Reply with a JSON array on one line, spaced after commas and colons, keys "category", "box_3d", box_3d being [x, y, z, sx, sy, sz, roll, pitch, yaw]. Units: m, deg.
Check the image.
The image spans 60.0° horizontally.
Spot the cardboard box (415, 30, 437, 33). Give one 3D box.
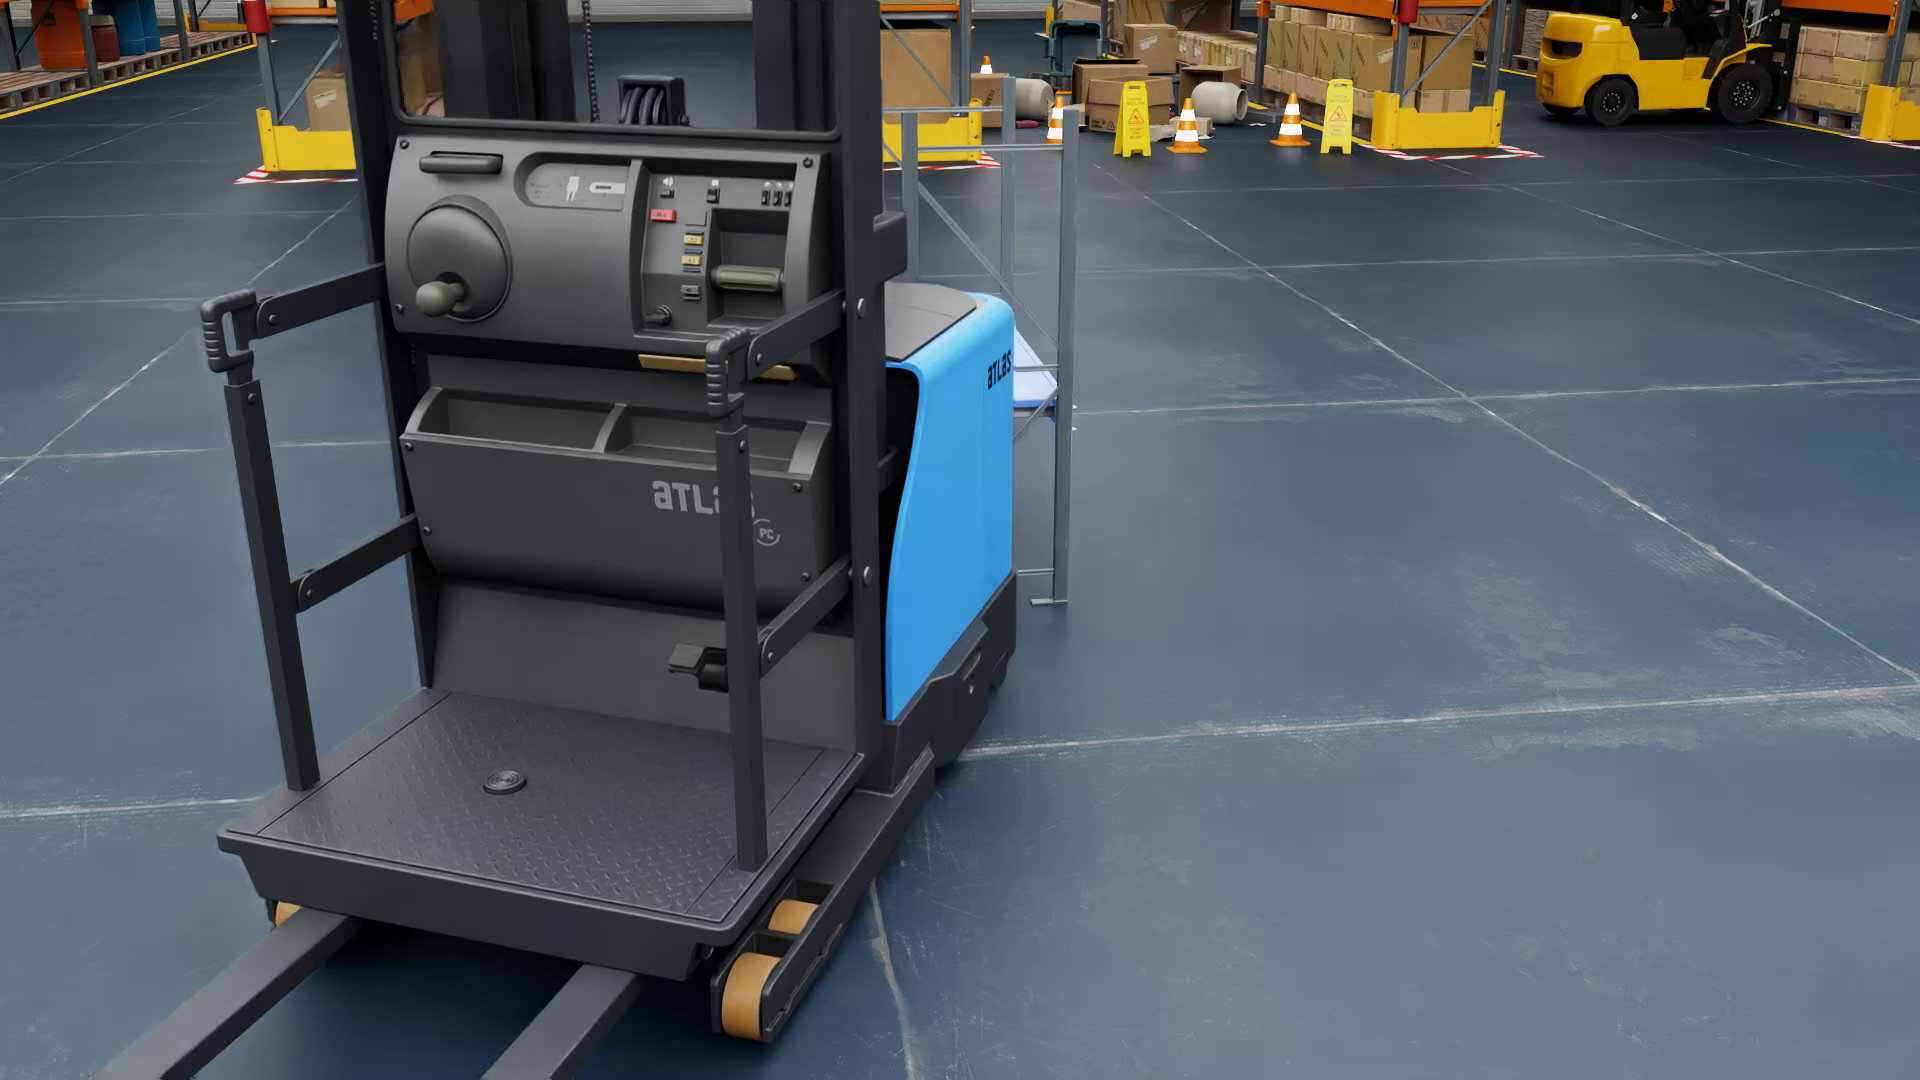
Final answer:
[{"category": "cardboard box", "box_3d": [-6.274, -5.970, 20.357, 0.700, 0.500, 0.500, -5, 21, -12]}]

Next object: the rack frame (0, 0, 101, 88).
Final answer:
[{"category": "rack frame", "box_3d": [-11.384, -7.107, 20.459, 1.000, 3.000, 0.127, -3, 21, -8]}]

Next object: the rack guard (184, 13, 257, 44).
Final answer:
[{"category": "rack guard", "box_3d": [-12.553, -8.714, 28.333, 1.175, 0.500, 0.348, -3, 21, -8]}]

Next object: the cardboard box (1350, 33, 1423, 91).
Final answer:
[{"category": "cardboard box", "box_3d": [4.103, -4.611, 16.034, 0.500, 0.500, 0.500, -3, 21, -7]}]

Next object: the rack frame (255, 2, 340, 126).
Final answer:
[{"category": "rack frame", "box_3d": [-5.330, -4.587, 13.711, 1.000, 3.000, 0.127, -3, 21, -8]}]

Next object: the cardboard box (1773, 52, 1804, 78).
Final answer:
[{"category": "cardboard box", "box_3d": [8.852, -4.986, 17.395, 0.500, 0.250, 0.500, -3, 21, -9]}]

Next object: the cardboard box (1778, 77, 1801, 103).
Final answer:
[{"category": "cardboard box", "box_3d": [8.882, -4.741, 17.451, 0.500, 0.250, 0.500, -3, 21, -7]}]

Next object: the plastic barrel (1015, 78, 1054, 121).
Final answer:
[{"category": "plastic barrel", "box_3d": [0.698, -4.665, 17.602, 0.512, 0.421, 0.421, 12, 24, 30]}]

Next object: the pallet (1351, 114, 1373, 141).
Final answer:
[{"category": "pallet", "box_3d": [4.384, -4.090, 16.366, 1.003, 0.211, 1.213, -3, 21, -8]}]

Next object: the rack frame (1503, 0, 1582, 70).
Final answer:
[{"category": "rack frame", "box_3d": [8.235, -8.109, 23.139, 1.000, 3.000, 0.127, -3, 21, -8]}]

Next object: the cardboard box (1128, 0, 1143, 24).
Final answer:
[{"category": "cardboard box", "box_3d": [3.054, -7.920, 25.072, 0.875, 0.875, 0.875, -2, 21, -6]}]

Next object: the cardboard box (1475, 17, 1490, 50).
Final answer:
[{"category": "cardboard box", "box_3d": [7.900, -7.444, 24.332, 0.500, 0.500, 0.500, -3, 21, -9]}]

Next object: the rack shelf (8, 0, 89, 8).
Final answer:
[{"category": "rack shelf", "box_3d": [-11.672, -7.463, 22.439, 1.077, 0.370, 4.000, -3, 21, -8]}]

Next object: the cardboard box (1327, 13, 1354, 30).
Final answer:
[{"category": "cardboard box", "box_3d": [3.915, -5.217, 16.729, 0.380, 0.149, 0.250, -2, 21, -5]}]

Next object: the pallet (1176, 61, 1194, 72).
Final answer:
[{"category": "pallet", "box_3d": [3.435, -6.280, 22.229, 1.003, 0.211, 1.213, -3, 21, -8]}]

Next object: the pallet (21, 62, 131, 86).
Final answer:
[{"category": "pallet", "box_3d": [-11.539, -6.072, 21.672, 1.003, 0.211, 1.213, -3, 21, -8]}]

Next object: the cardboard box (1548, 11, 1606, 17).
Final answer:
[{"category": "cardboard box", "box_3d": [8.413, -6.751, 22.297, 0.875, 0.625, 0.625, -2, 21, -6]}]

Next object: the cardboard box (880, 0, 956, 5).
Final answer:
[{"category": "cardboard box", "box_3d": [-0.505, -4.999, 14.599, 0.875, 0.550, 0.550, -3, 21, -8]}]

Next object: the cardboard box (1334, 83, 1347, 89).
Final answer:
[{"category": "cardboard box", "box_3d": [4.027, -4.442, 16.652, 0.500, 0.250, 0.500, -3, 21, -8]}]

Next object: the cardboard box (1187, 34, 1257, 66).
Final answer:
[{"category": "cardboard box", "box_3d": [3.510, -6.372, 21.644, 0.950, 0.372, 0.625, -3, 21, -9]}]

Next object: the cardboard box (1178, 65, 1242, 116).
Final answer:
[{"category": "cardboard box", "box_3d": [2.708, -4.863, 18.018, 0.500, 0.500, 0.500, 12, 24, 29]}]

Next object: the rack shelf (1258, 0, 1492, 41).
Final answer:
[{"category": "rack shelf", "box_3d": [4.189, -5.443, 17.030, 1.077, 0.370, 4.000, -3, 21, -8]}]

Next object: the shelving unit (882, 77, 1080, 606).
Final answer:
[{"category": "shelving unit", "box_3d": [0.012, -0.673, 5.375, 0.538, 1.500, 1.048, -3, 21, -8]}]

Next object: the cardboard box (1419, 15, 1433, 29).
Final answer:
[{"category": "cardboard box", "box_3d": [7.592, -8.157, 26.240, 0.500, 0.500, 0.500, -3, 21, -8]}]

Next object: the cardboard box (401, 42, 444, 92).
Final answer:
[{"category": "cardboard box", "box_3d": [-5.973, -5.221, 18.352, 0.700, 0.500, 0.500, -5, 21, -12]}]

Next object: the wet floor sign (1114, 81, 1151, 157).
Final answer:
[{"category": "wet floor sign", "box_3d": [1.557, -3.789, 14.940, 0.267, 0.644, 0.232, -7, 21, -17]}]

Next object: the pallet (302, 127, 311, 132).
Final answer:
[{"category": "pallet", "box_3d": [-5.423, -3.590, 15.028, 1.003, 0.211, 1.213, -3, 21, -8]}]

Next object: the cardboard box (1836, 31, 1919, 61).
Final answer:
[{"category": "cardboard box", "box_3d": [9.013, -4.860, 16.341, 0.500, 0.250, 0.500, -2, 21, -6]}]

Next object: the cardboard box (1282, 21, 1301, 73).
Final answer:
[{"category": "cardboard box", "box_3d": [3.807, -5.329, 17.956, 0.500, 0.500, 0.500, -2, 21, -6]}]

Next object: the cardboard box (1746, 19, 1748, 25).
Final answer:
[{"category": "cardboard box", "box_3d": [8.718, -5.568, 18.238, 0.500, 0.250, 0.500, -2, 21, -6]}]

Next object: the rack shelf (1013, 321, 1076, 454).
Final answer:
[{"category": "rack shelf", "box_3d": [0.012, -0.505, 5.438, 0.538, 0.185, 1.000, -3, 21, -8]}]

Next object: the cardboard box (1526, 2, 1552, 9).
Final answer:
[{"category": "cardboard box", "box_3d": [8.457, -7.728, 24.165, 0.380, 0.149, 0.250, -2, 21, -6]}]

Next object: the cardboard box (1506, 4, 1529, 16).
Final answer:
[{"category": "cardboard box", "box_3d": [7.913, -7.597, 23.813, 0.380, 0.149, 0.250, -4, 21, -10]}]

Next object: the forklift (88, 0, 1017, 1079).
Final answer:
[{"category": "forklift", "box_3d": [-0.775, -0.576, 3.070, 1.130, 2.935, 3.031, 6, 21, 16]}]

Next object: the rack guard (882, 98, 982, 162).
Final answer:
[{"category": "rack guard", "box_3d": [-0.403, -3.623, 14.703, 1.175, 0.500, 0.348, -3, 21, -8]}]

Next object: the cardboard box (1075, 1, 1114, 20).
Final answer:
[{"category": "cardboard box", "box_3d": [2.505, -9.083, 28.811, 0.875, 0.438, 0.875, -2, 21, -6]}]

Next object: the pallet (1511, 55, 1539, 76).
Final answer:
[{"category": "pallet", "box_3d": [8.315, -6.515, 22.859, 1.003, 0.211, 1.213, -3, 21, -8]}]

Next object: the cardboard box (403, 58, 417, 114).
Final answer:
[{"category": "cardboard box", "box_3d": [-5.631, -4.449, 16.312, 0.500, 0.500, 0.500, -5, 21, -13]}]

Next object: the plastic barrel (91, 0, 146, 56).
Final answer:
[{"category": "plastic barrel", "box_3d": [-11.797, -7.272, 23.297, 0.600, 0.901, 0.708, -3, 21, -8]}]

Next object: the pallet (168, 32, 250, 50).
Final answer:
[{"category": "pallet", "box_3d": [-12.457, -8.283, 27.593, 1.003, 0.211, 1.213, -3, 21, -8]}]

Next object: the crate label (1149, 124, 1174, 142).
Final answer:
[{"category": "crate label", "box_3d": [1.914, -3.925, 16.030, 0.250, 0.136, 0.298, -15, 25, -35]}]

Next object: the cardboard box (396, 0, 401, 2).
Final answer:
[{"category": "cardboard box", "box_3d": [-5.259, -4.928, 14.982, 0.380, 0.149, 0.250, -3, 21, -8]}]

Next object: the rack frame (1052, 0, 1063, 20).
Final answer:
[{"category": "rack frame", "box_3d": [2.171, -10.627, 29.882, 1.000, 3.000, 0.127, -3, 21, -8]}]

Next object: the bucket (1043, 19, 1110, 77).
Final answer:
[{"category": "bucket", "box_3d": [1.318, -5.435, 18.488, 0.726, 0.611, 0.620, 4, 11, 11]}]

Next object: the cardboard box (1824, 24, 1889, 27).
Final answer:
[{"category": "cardboard box", "box_3d": [9.369, -5.238, 17.355, 0.500, 0.250, 0.500, -3, 21, -8]}]

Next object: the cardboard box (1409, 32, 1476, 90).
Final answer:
[{"category": "cardboard box", "box_3d": [4.630, -4.649, 16.133, 0.500, 0.500, 0.500, -4, 21, -10]}]

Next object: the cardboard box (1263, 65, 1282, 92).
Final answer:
[{"category": "cardboard box", "box_3d": [3.718, -5.163, 18.582, 0.500, 0.250, 0.500, -4, 21, -10]}]

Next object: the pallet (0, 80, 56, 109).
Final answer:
[{"category": "pallet", "box_3d": [-11.138, -5.109, 19.095, 1.003, 0.211, 1.213, -3, 21, -8]}]

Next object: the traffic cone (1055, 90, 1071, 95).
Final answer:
[{"category": "traffic cone", "box_3d": [1.305, -5.692, 20.296, 0.336, 0.463, 0.334, -3, 21, -8]}]
